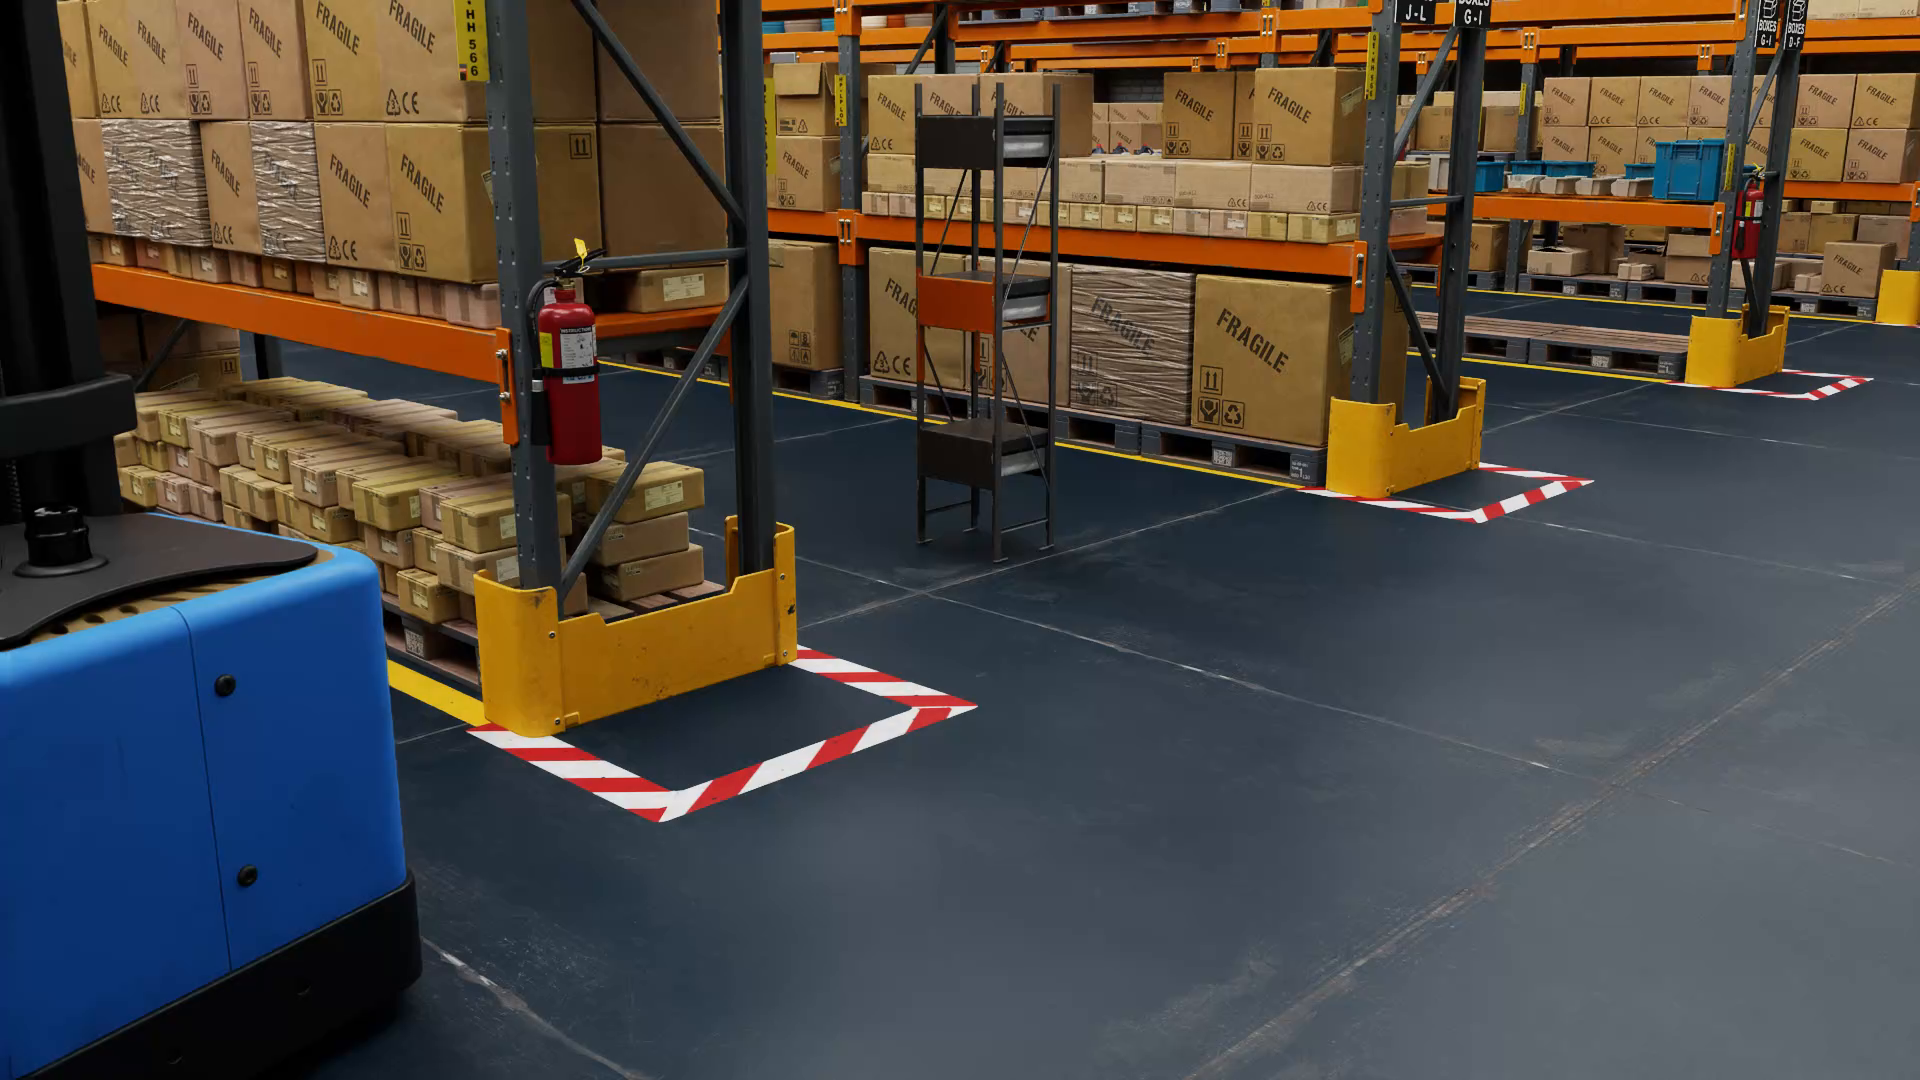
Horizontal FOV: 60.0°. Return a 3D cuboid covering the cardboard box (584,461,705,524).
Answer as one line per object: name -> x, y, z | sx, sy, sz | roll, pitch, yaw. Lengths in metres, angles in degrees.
cardboard box -> -1.198, -0.184, 6.331 | 0.250, 0.149, 0.380 | 13, 19, 40

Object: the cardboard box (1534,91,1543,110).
cardboard box -> 8.284, -6.069, 22.960 | 0.500, 0.250, 0.500 | 13, 20, 41

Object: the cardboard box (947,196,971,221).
cardboard box -> 0.131, -2.131, 10.658 | 0.250, 0.149, 0.380 | 13, 19, 41

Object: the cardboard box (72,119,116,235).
cardboard box -> -3.755, -1.679, 7.640 | 0.500, 0.500, 0.500 | 13, 20, 41

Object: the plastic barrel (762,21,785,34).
plastic barrel -> -2.226, -6.446, 19.777 | 0.708, 0.901, 0.600 | 14, 20, 42

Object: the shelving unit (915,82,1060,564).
shelving unit -> 0.119, -0.987, 7.556 | 0.503, 2.100, 0.431 | 14, 20, 42

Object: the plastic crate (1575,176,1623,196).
plastic crate -> 4.985, -2.766, 13.001 | 0.243, 0.136, 0.396 | 14, 20, 42

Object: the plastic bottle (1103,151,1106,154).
plastic bottle -> 1.421, -3.603, 16.044 | 0.133, 0.283, 0.061 | 14, 20, 42

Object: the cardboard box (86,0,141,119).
cardboard box -> -3.397, -2.084, 7.211 | 0.500, 0.500, 0.500 | 13, 19, 41

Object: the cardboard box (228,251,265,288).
cardboard box -> -2.753, -1.129, 6.813 | 0.380, 0.149, 0.250 | -14, 20, -42

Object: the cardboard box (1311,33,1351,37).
cardboard box -> 4.657, -6.249, 19.818 | 0.500, 0.500, 0.910 | 14, 20, 42

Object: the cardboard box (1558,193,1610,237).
cardboard box -> 8.693, -4.607, 23.096 | 0.750, 0.750, 0.750 | -14, 20, -43

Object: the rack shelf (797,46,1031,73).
rack shelf -> -0.741, -7.153, 24.913 | 4.000, 0.370, 1.077 | 14, 20, 42

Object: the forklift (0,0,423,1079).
forklift -> -2.772, -0.434, 3.785 | 3.031, 2.935, 1.130 | 8, 17, 29

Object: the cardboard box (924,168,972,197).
cardboard box -> 0.090, -2.356, 10.731 | 0.500, 0.250, 0.500 | 14, 20, 42

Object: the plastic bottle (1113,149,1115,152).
plastic bottle -> 1.547, -3.851, 16.995 | 0.133, 0.283, 0.061 | 14, 20, 42

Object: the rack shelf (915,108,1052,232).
rack shelf -> 0.119, -1.651, 7.383 | 0.480, 0.518, 0.431 | 14, 20, 42

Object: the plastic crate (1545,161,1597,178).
plastic crate -> 4.999, -2.982, 13.642 | 0.300, 0.233, 0.416 | 14, 20, 42

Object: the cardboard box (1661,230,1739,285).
cardboard box -> 7.814, -2.976, 17.485 | 0.637, 0.503, 0.797 | 14, 20, 42

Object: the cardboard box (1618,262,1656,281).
cardboard box -> 7.239, -2.879, 17.779 | 0.250, 0.166, 0.380 | 14, 20, 42

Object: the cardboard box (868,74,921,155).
cardboard box -> -0.254, -2.806, 10.972 | 0.500, 0.500, 0.500 | 14, 20, 42

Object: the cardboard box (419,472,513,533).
cardboard box -> -1.755, -0.132, 6.130 | 0.380, 0.149, 0.250 | -14, 20, -43

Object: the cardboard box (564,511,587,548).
cardboard box -> -1.414, -0.083, 6.534 | 0.250, 0.149, 0.380 | 14, 20, 42

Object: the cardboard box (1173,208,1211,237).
cardboard box -> 1.425, -1.816, 9.452 | 0.250, 0.149, 0.380 | 14, 20, 43

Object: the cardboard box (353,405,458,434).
cardboard box -> -2.510, -0.501, 7.547 | 0.250, 0.149, 0.380 | 13, 19, 40

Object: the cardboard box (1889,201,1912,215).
cardboard box -> 11.699, -4.102, 20.565 | 0.250, 0.149, 0.380 | 14, 20, 43

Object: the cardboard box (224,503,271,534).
cardboard box -> -2.935, -0.101, 7.193 | 0.250, 0.149, 0.380 | 13, 19, 41

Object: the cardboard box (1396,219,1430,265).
cardboard box -> 5.193, -3.513, 19.550 | 0.500, 0.500, 0.500 | 14, 20, 43

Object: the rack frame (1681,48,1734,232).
rack frame -> 9.893, -5.199, 21.937 | 0.127, 3.000, 1.000 | 14, 20, 42

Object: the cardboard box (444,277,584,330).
cardboard box -> -1.488, -0.803, 5.565 | 0.250, 0.149, 0.380 | 14, 20, 42

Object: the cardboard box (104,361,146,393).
cardboard box -> -4.644, -0.697, 8.782 | 0.500, 0.500, 0.500 | 13, 20, 41

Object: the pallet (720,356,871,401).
pallet -> -1.029, -1.274, 12.403 | 1.213, 0.211, 1.003 | 14, 20, 42

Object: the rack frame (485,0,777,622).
rack frame -> -1.057, -0.919, 5.511 | 0.127, 3.000, 1.000 | 14, 20, 42

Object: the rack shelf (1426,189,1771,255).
rack shelf -> 4.456, -2.703, 13.783 | 4.000, 0.370, 1.077 | 14, 20, 42

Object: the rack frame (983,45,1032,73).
rack frame -> 0.699, -5.699, 23.857 | 0.127, 3.000, 1.000 | 14, 20, 42

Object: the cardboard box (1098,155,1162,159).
cardboard box -> 1.183, -2.275, 10.422 | 0.500, 0.250, 0.500 | 13, 20, 41

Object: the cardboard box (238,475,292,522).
cardboard box -> -2.781, -0.198, 6.973 | 0.250, 0.149, 0.380 | 14, 20, 43

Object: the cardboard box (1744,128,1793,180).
cardboard box -> 8.094, -3.855, 16.580 | 0.500, 0.500, 0.500 | 14, 20, 43

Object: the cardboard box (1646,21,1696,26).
cardboard box -> 7.352, -5.372, 16.950 | 0.500, 0.250, 0.500 | 14, 20, 42

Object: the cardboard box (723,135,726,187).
cardboard box -> -1.680, -2.761, 12.380 | 0.500, 0.500, 0.500 | 13, 20, 42

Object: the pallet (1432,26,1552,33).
pallet -> 6.037, -5.787, 18.616 | 1.003, 0.211, 1.213 | 14, 20, 42

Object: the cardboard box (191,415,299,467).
cardboard box -> -3.129, -0.438, 7.305 | 0.380, 0.149, 0.250 | -14, 20, -43

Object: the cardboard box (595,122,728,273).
cardboard box -> -1.189, -1.240, 5.955 | 0.500, 0.500, 0.500 | -13, 20, -42

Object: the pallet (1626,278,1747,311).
pallet -> 7.834, -2.616, 17.554 | 1.213, 0.211, 1.003 | 14, 20, 42

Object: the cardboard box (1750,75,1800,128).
cardboard box -> 8.085, -4.338, 16.449 | 0.500, 0.500, 0.500 | -14, 20, -43

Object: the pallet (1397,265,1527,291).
pallet -> 5.846, -3.085, 19.355 | 1.213, 0.211, 1.003 | 14, 20, 42

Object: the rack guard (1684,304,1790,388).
rack guard -> 5.923, -1.489, 12.657 | 0.348, 0.500, 1.175 | 14, 20, 42

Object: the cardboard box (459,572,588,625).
cardboard box -> -1.581, 0.203, 6.026 | 0.250, 0.149, 0.380 | 14, 20, 43

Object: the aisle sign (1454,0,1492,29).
aisle sign -> 2.718, -3.102, 8.731 | 0.004, 0.787, 0.394 | 14, 20, 42

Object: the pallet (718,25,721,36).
pallet -> -3.330, -6.270, 20.471 | 1.003, 0.211, 1.213 | 14, 20, 42
